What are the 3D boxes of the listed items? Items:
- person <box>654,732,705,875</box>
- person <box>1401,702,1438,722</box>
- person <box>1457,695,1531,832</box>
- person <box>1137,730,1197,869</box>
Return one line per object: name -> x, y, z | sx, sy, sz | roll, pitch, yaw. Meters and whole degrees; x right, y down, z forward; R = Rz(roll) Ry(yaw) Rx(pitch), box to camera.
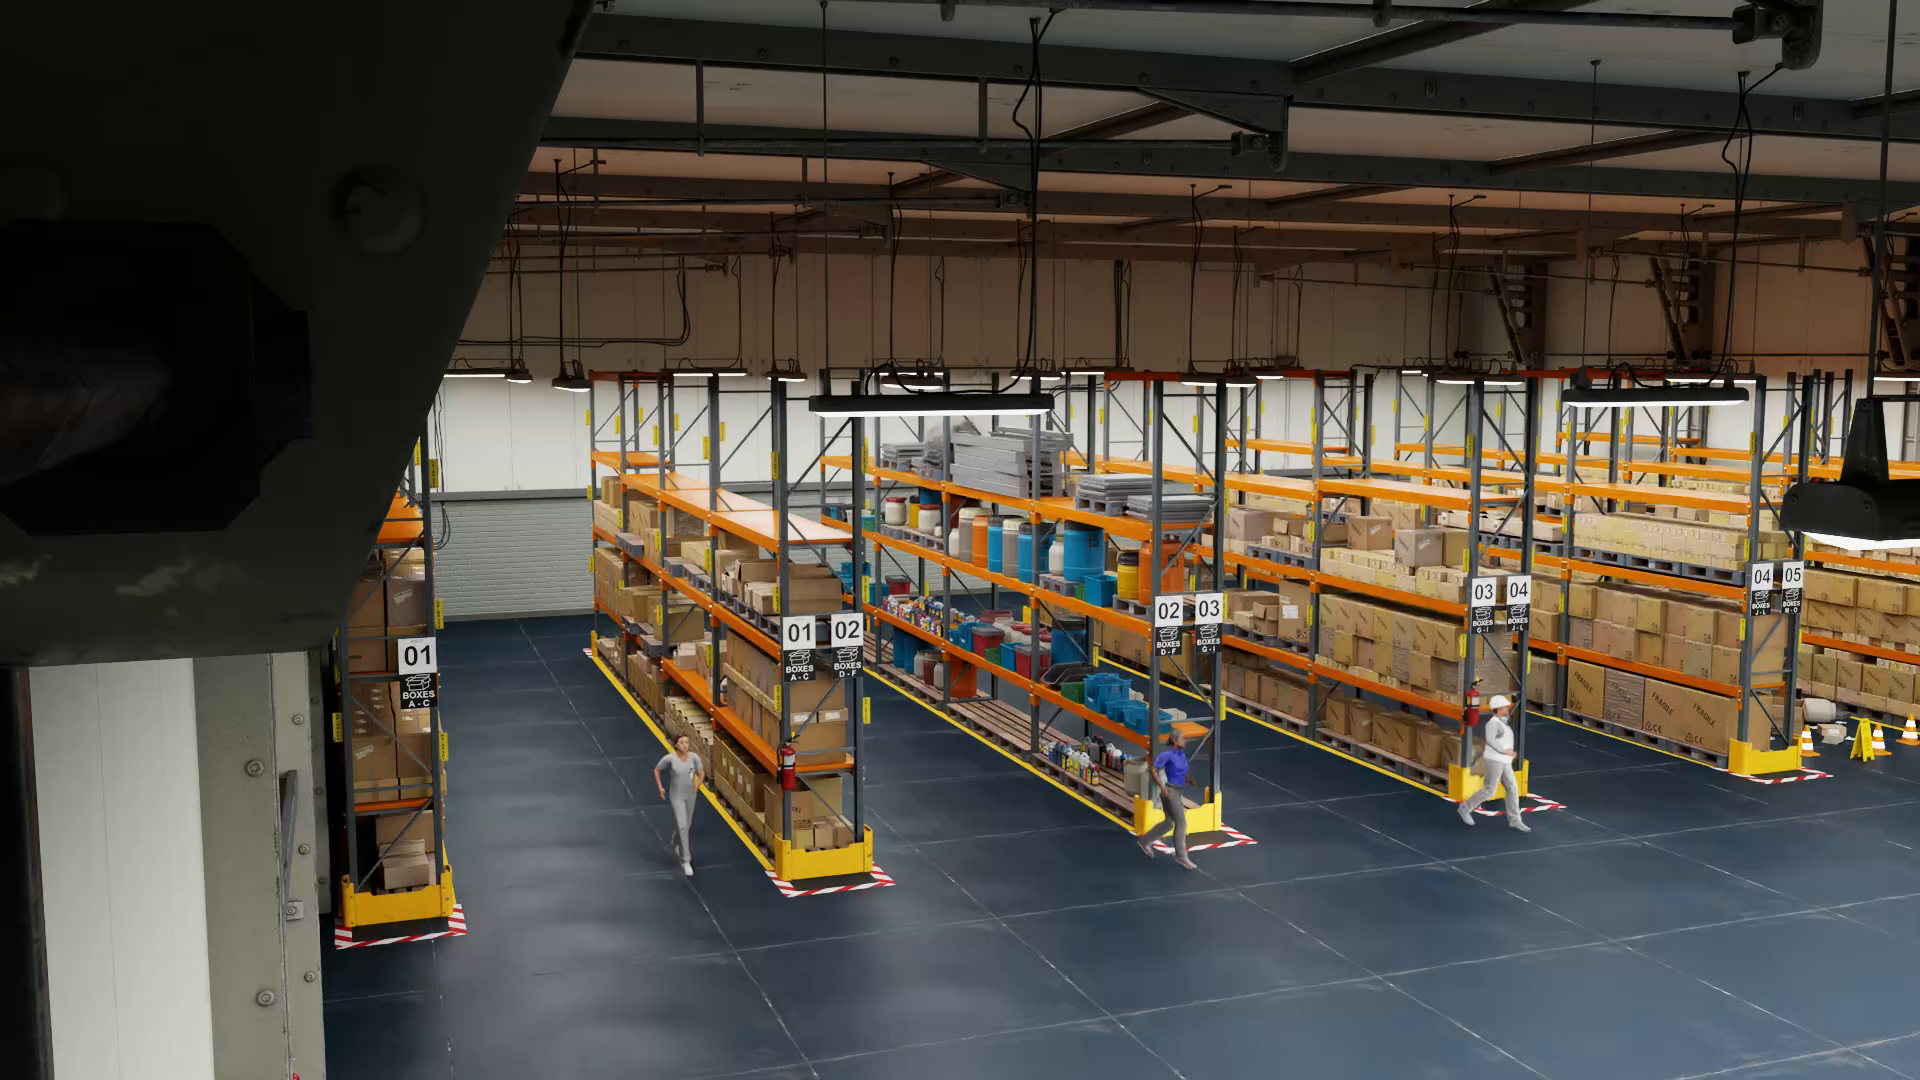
person -> -3.443, 3.207, 20.581 | 0.591, 1.684, 0.911 | -3, 7, -28
person -> 8.020, 2.308, 28.913 | 0.622, 1.727, 0.752 | -3, 7, -26
person -> 7.237, 2.969, 22.290 | 0.949, 1.753, 0.726 | 4, 8, 33
person -> 2.643, 3.208, 20.805 | 0.806, 1.665, 0.593 | 3, 7, 26
